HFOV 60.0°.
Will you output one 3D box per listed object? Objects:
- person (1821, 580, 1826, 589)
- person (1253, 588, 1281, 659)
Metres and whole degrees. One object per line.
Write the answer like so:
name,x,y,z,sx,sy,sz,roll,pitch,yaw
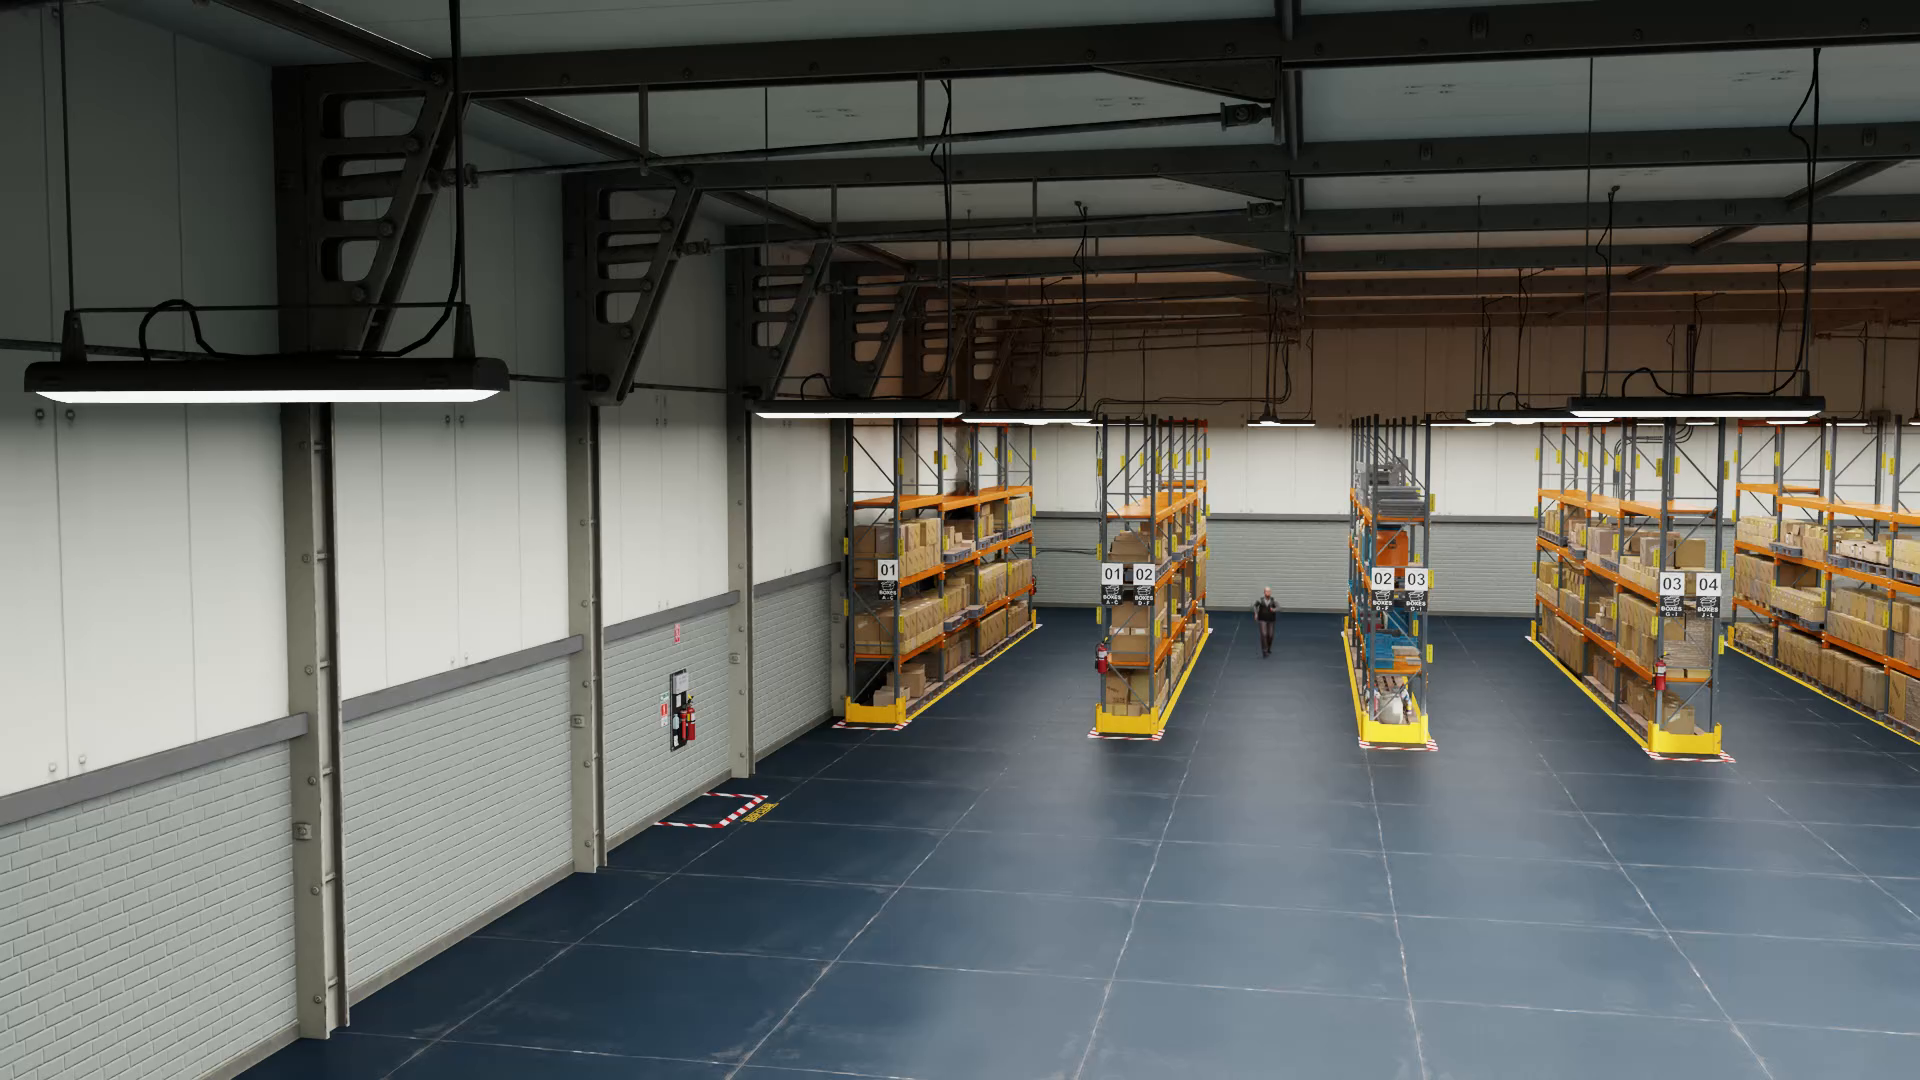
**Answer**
person,23.272,1.875,44.855,0.602,1.745,0.711,1,4,20
person,7.716,2.057,41.766,0.650,1.728,0.940,0,4,2
